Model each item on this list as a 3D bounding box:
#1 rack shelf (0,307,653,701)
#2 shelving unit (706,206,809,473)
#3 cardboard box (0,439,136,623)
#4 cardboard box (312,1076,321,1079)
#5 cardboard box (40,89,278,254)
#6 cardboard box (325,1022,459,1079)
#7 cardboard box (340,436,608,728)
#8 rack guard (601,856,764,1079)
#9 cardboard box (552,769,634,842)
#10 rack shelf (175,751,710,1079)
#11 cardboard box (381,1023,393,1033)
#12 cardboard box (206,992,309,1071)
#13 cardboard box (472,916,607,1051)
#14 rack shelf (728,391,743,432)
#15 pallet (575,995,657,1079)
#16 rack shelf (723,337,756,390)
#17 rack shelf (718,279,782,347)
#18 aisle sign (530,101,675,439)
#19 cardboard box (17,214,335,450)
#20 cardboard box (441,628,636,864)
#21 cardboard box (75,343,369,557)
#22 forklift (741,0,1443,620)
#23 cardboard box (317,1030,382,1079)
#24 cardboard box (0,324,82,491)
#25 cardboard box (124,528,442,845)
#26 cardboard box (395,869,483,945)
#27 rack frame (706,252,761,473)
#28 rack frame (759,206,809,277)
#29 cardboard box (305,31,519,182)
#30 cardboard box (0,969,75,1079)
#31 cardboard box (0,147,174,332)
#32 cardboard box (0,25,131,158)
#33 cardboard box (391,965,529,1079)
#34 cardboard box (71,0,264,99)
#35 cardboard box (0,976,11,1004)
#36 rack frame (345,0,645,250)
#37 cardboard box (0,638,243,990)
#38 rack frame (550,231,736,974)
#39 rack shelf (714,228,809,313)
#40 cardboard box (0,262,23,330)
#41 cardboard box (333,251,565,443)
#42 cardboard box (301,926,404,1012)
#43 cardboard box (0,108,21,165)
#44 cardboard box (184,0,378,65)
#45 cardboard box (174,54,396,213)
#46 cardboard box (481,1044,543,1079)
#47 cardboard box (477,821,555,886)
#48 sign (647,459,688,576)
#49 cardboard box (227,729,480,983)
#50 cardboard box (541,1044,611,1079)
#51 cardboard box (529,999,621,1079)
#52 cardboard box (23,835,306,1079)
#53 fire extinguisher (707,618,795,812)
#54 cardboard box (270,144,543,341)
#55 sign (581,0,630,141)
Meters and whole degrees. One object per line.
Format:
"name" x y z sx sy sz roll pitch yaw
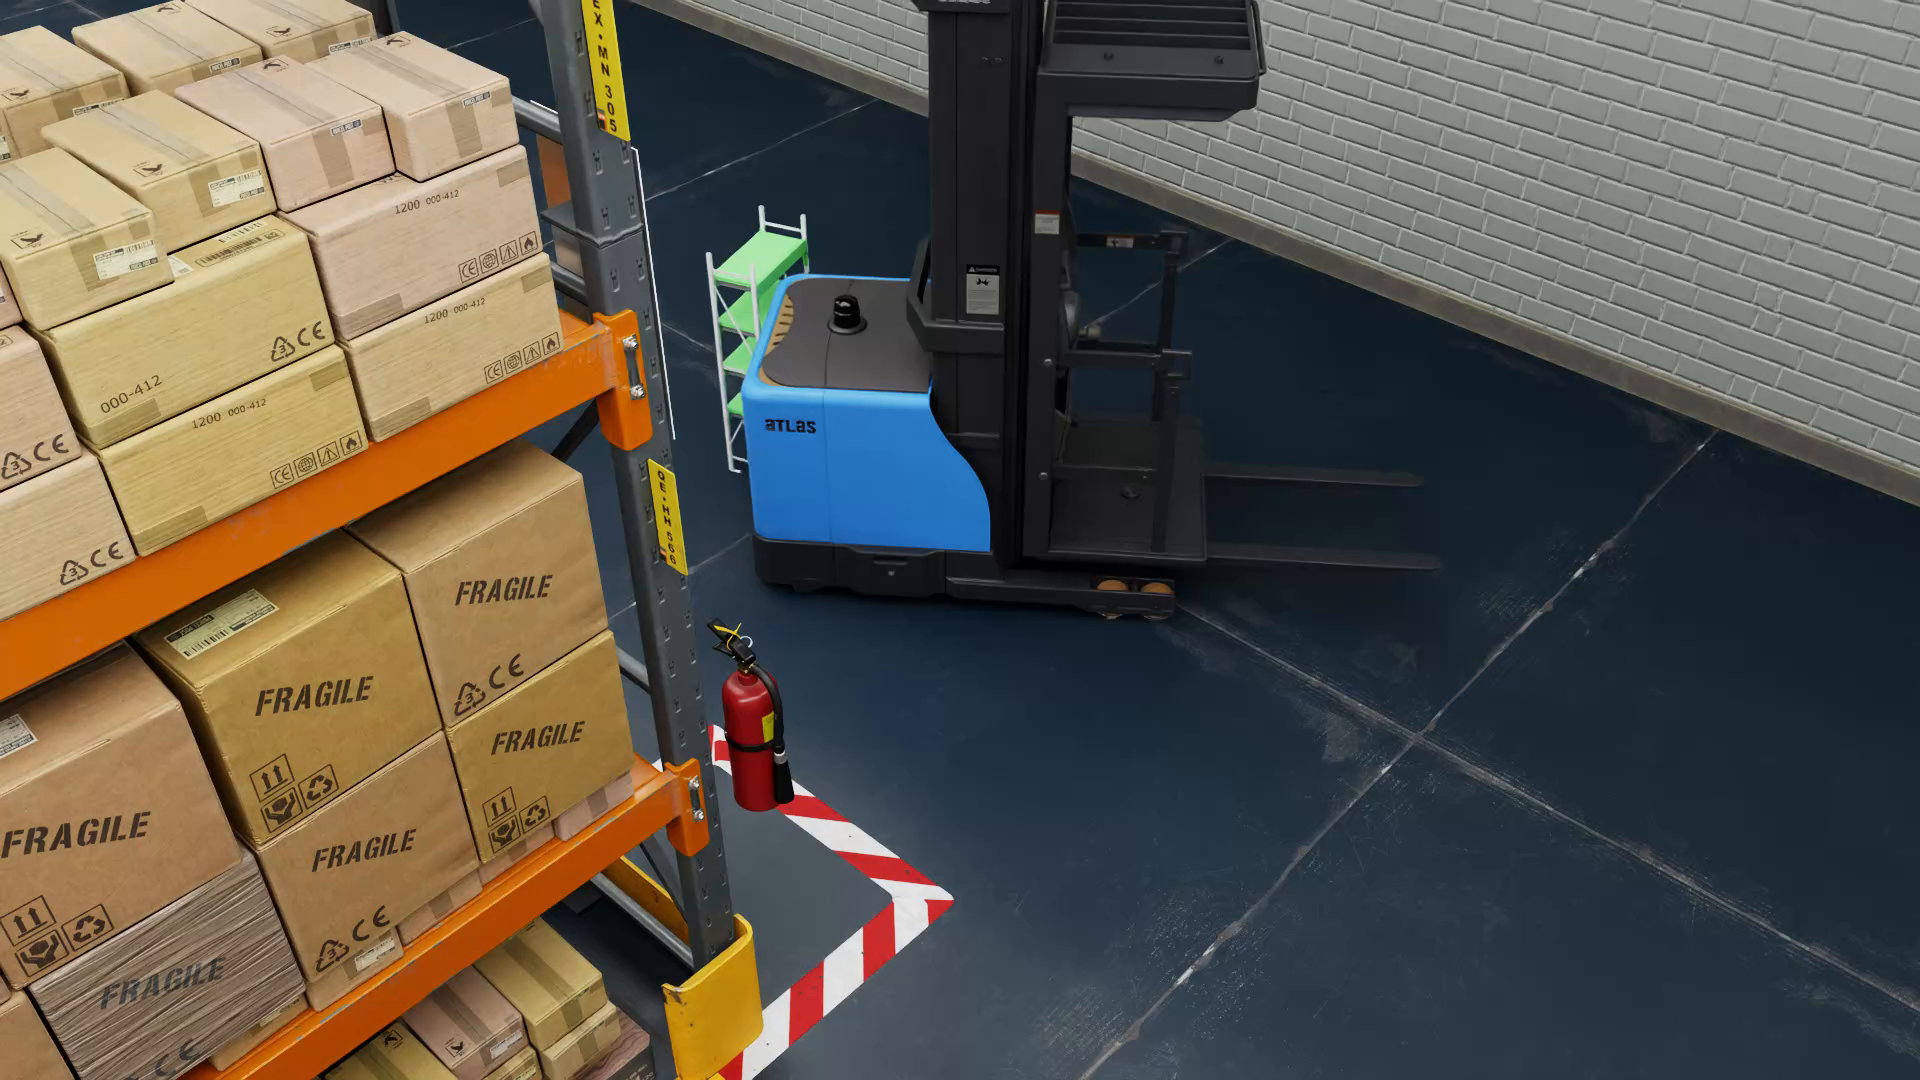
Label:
"rack shelf" -2.487 0.306 3.123 1.077 0.370 4.000 30 47 32
"shelving unit" -0.926 -0.925 7.949 0.258 1.200 0.503 15 41 18
"cardboard box" -1.933 -0.056 3.120 0.500 0.250 0.500 32 48 34
"cardboard box" -1.822 1.704 4.672 0.380 0.149 0.250 28 46 30
"cardboard box" -1.556 -0.721 3.235 0.380 0.149 0.250 28 46 31
"cardboard box" -1.601 1.612 4.788 0.380 0.149 0.250 29 47 31
"cardboard box" -1.263 0.048 4.157 0.500 0.500 0.500 29 47 31
"rack guard" -1.189 1.293 5.722 1.175 0.500 0.348 30 47 32
"cardboard box" -1.149 0.647 4.729 0.380 0.149 0.250 30 47 32
"rack shelf" -2.487 1.480 4.056 1.077 0.370 4.000 30 47 32
"cardboard box" -1.844 1.492 5.416 0.380 0.149 0.250 29 47 32
"cardboard box" -1.857 1.102 4.155 0.380 0.149 0.250 27 46 30
"cardboard box" -1.308 1.348 5.120 0.380 0.149 0.250 30 47 32
"rack shelf" -0.925 -0.687 8.138 0.258 0.148 0.480 15 41 18
"pallet" -1.763 1.765 5.361 1.003 0.211 1.213 30 47 32
"rack shelf" -0.926 -0.875 7.989 0.258 0.148 0.480 15 41 18
"rack shelf" -0.926 -1.063 7.840 0.258 0.148 0.480 15 41 18
"aisle sign" -0.867 -0.645 4.063 0.394 0.787 0.004 30 47 32
"cardboard box" -1.605 -0.477 3.249 0.500 0.250 0.500 28 46 31
"cardboard box" -1.251 0.439 4.469 0.500 0.500 0.500 31 48 33
"cardboard box" -1.588 -0.278 3.400 0.500 0.250 0.500 30 47 32
"forklift" 0.627 -1.143 6.832 3.031 2.935 1.130 3 39 4
"cardboard box" -2.007 1.500 5.168 0.380 0.149 0.250 30 47 32
"cardboard box" -1.952 -0.243 2.954 0.500 0.250 0.500 30 48 32
"cardboard box" -1.605 0.280 3.865 0.500 0.500 0.500 28 46 31
"cardboard box" -1.503 0.867 4.452 0.380 0.149 0.250 29 47 31
"rack frame" -1.023 -0.786 7.774 0.240 1.200 0.015 15 41 18
"rack frame" -0.829 -1.065 8.124 0.240 1.200 0.015 15 41 18
"cardboard box" -1.145 -0.911 3.474 0.380 0.149 0.250 29 47 32
"cardboard box" -2.281 1.135 3.593 0.500 0.500 0.500 -32 48 -33
"cardboard box" -1.655 -0.554 3.025 0.380 0.149 0.250 30 48 32
"cardboard box" -1.947 -0.930 3.498 0.380 0.149 0.250 30 47 32
"cardboard box" -1.520 1.439 5.005 0.380 0.149 0.250 31 48 33
"cardboard box" -1.710 -1.024 3.617 0.380 0.149 0.250 32 48 33
"cardboard box" -2.303 0.767 3.252 0.500 0.500 0.500 28 46 31
"rack frame" -1.138 -2.068 3.121 1.000 3.000 0.127 30 47 32
"cardboard box" -1.949 0.523 3.559 0.500 0.500 0.500 -32 48 -33
"rack frame" -1.138 0.280 4.988 1.000 3.000 0.127 30 47 32
"rack shelf" -0.926 -1.251 7.690 0.258 0.148 0.480 15 41 18
"cardboard box" -1.870 -0.463 2.910 0.380 0.149 0.250 29 47 31
"cardboard box" -1.249 -0.515 3.699 0.500 0.250 0.500 29 47 31
"cardboard box" -1.658 0.994 4.292 0.380 0.149 0.250 31 48 33
"cardboard box" -2.111 -0.819 3.358 0.380 0.149 0.250 30 48 32
"cardboard box" -1.525 -1.134 3.754 0.380 0.149 0.250 29 47 32
"cardboard box" -1.368 -0.830 3.372 0.380 0.149 0.250 30 48 32
"cardboard box" -1.499 1.575 5.074 0.380 0.149 0.250 28 47 31
"cardboard box" -1.345 0.745 4.605 0.380 0.149 0.250 30 47 32
"sign" -0.742 -0.055 4.225 0.100 0.325 0.005 30 47 32
"cardboard box" -1.602 0.673 4.174 0.500 0.500 0.500 29 47 31
"cardboard box" -1.339 1.561 5.330 0.380 0.149 0.250 30 48 33
"cardboard box" -1.283 1.477 5.196 0.380 0.149 0.250 28 46 31
"cardboard box" -1.937 0.910 3.876 0.500 0.500 0.500 30 47 32
"fire extinguisher" -0.627 0.534 5.030 0.296 0.674 0.183 30 47 32
"cardboard box" -1.261 -0.713 3.545 0.500 0.250 0.500 28 46 31
"sign" -0.742 -0.998 3.474 0.100 0.325 0.005 30 47 32
